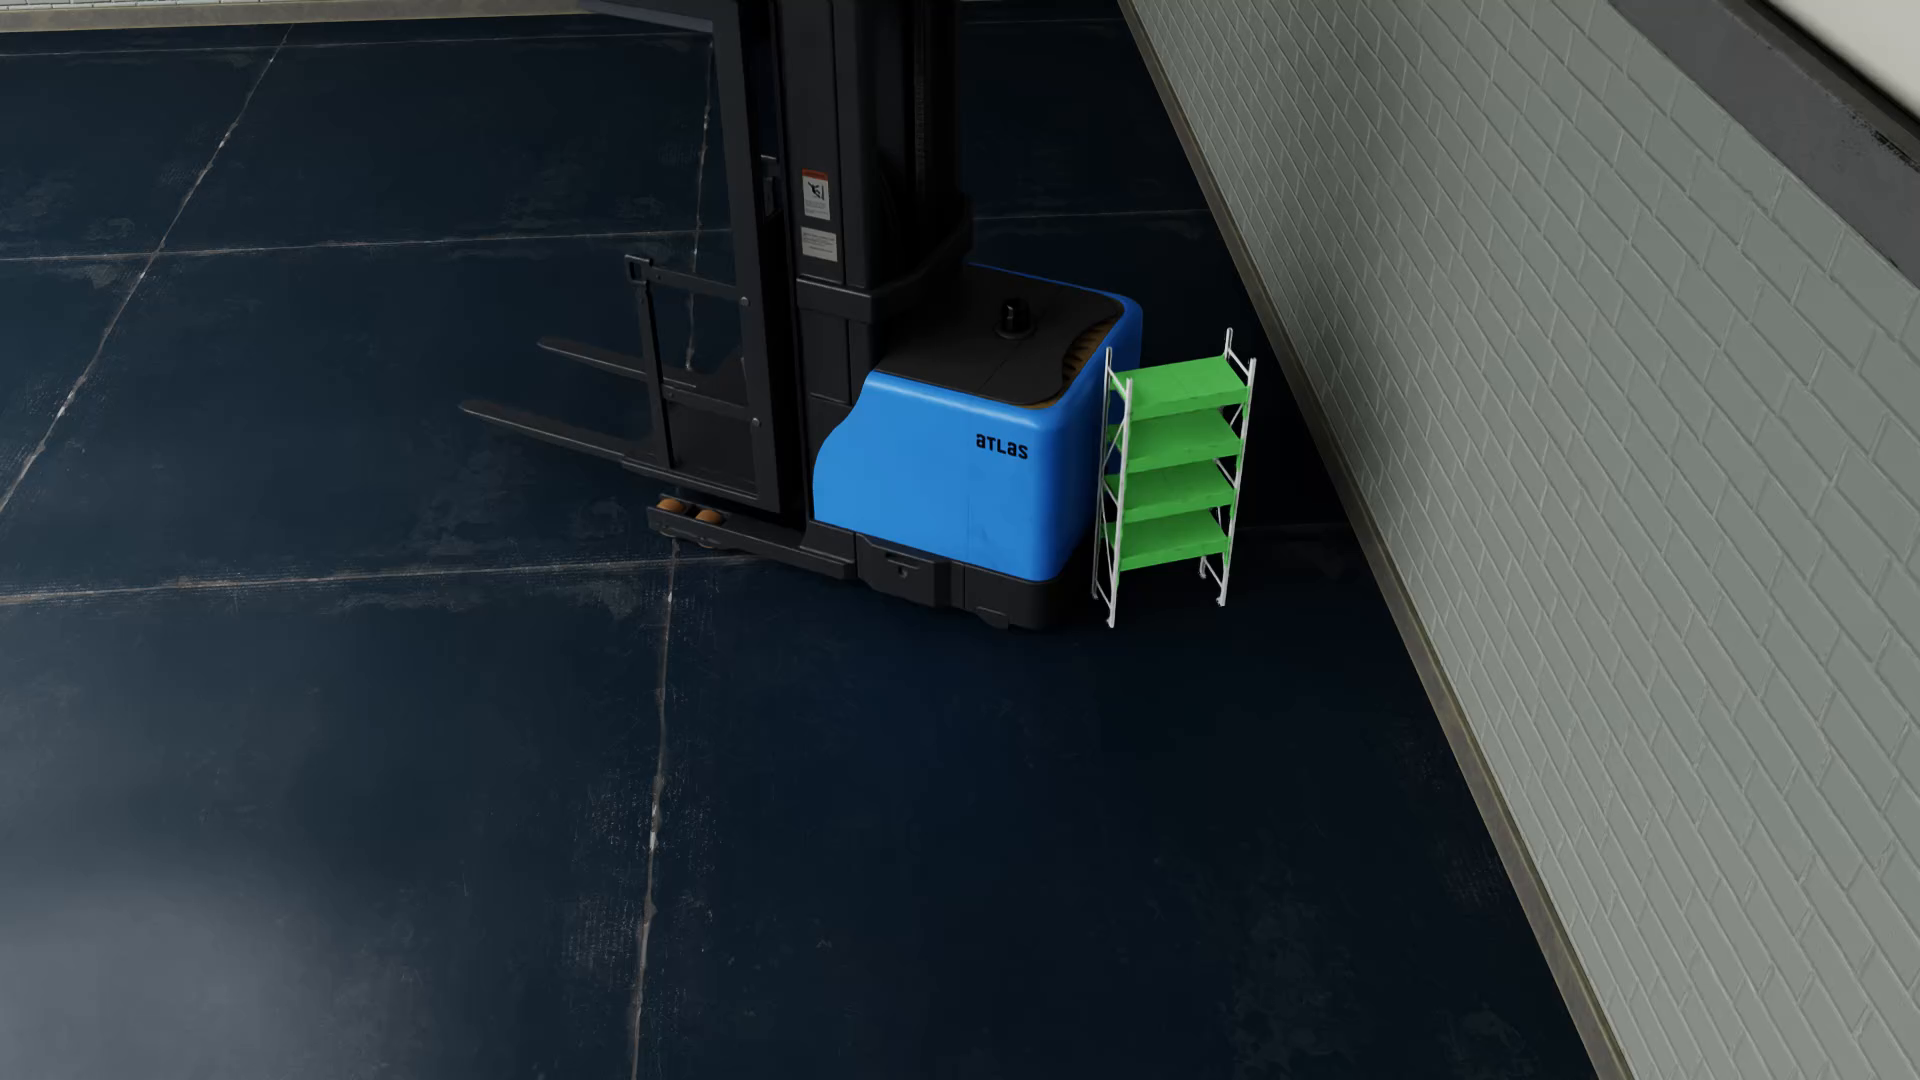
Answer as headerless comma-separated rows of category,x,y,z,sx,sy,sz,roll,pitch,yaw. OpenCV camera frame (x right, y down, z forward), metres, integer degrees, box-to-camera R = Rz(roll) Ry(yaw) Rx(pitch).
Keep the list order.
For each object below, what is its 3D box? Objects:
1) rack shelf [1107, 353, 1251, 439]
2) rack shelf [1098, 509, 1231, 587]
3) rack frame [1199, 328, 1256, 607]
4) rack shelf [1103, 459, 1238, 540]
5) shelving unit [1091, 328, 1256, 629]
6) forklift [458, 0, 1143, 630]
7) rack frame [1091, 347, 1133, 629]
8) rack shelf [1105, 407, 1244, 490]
rack shelf,0.824,-0.550,6.307,0.480,0.148,0.258,-10,39,-13
rack shelf,0.824,0.015,6.753,0.480,0.148,0.258,-10,39,-13
rack frame,1.058,-0.266,6.618,0.015,1.200,0.240,-10,39,-13
rack shelf,0.824,-0.173,6.604,0.480,0.148,0.258,-10,39,-13
shelving unit,0.824,-0.224,6.565,0.503,1.200,0.258,-10,39,-13
forklift,-0.801,-1.395,6.651,3.031,2.935,1.130,16,41,19
rack frame,0.589,-0.181,6.511,0.015,1.200,0.240,-10,39,-13
rack shelf,0.824,-0.362,6.456,0.480,0.148,0.258,-10,39,-13
